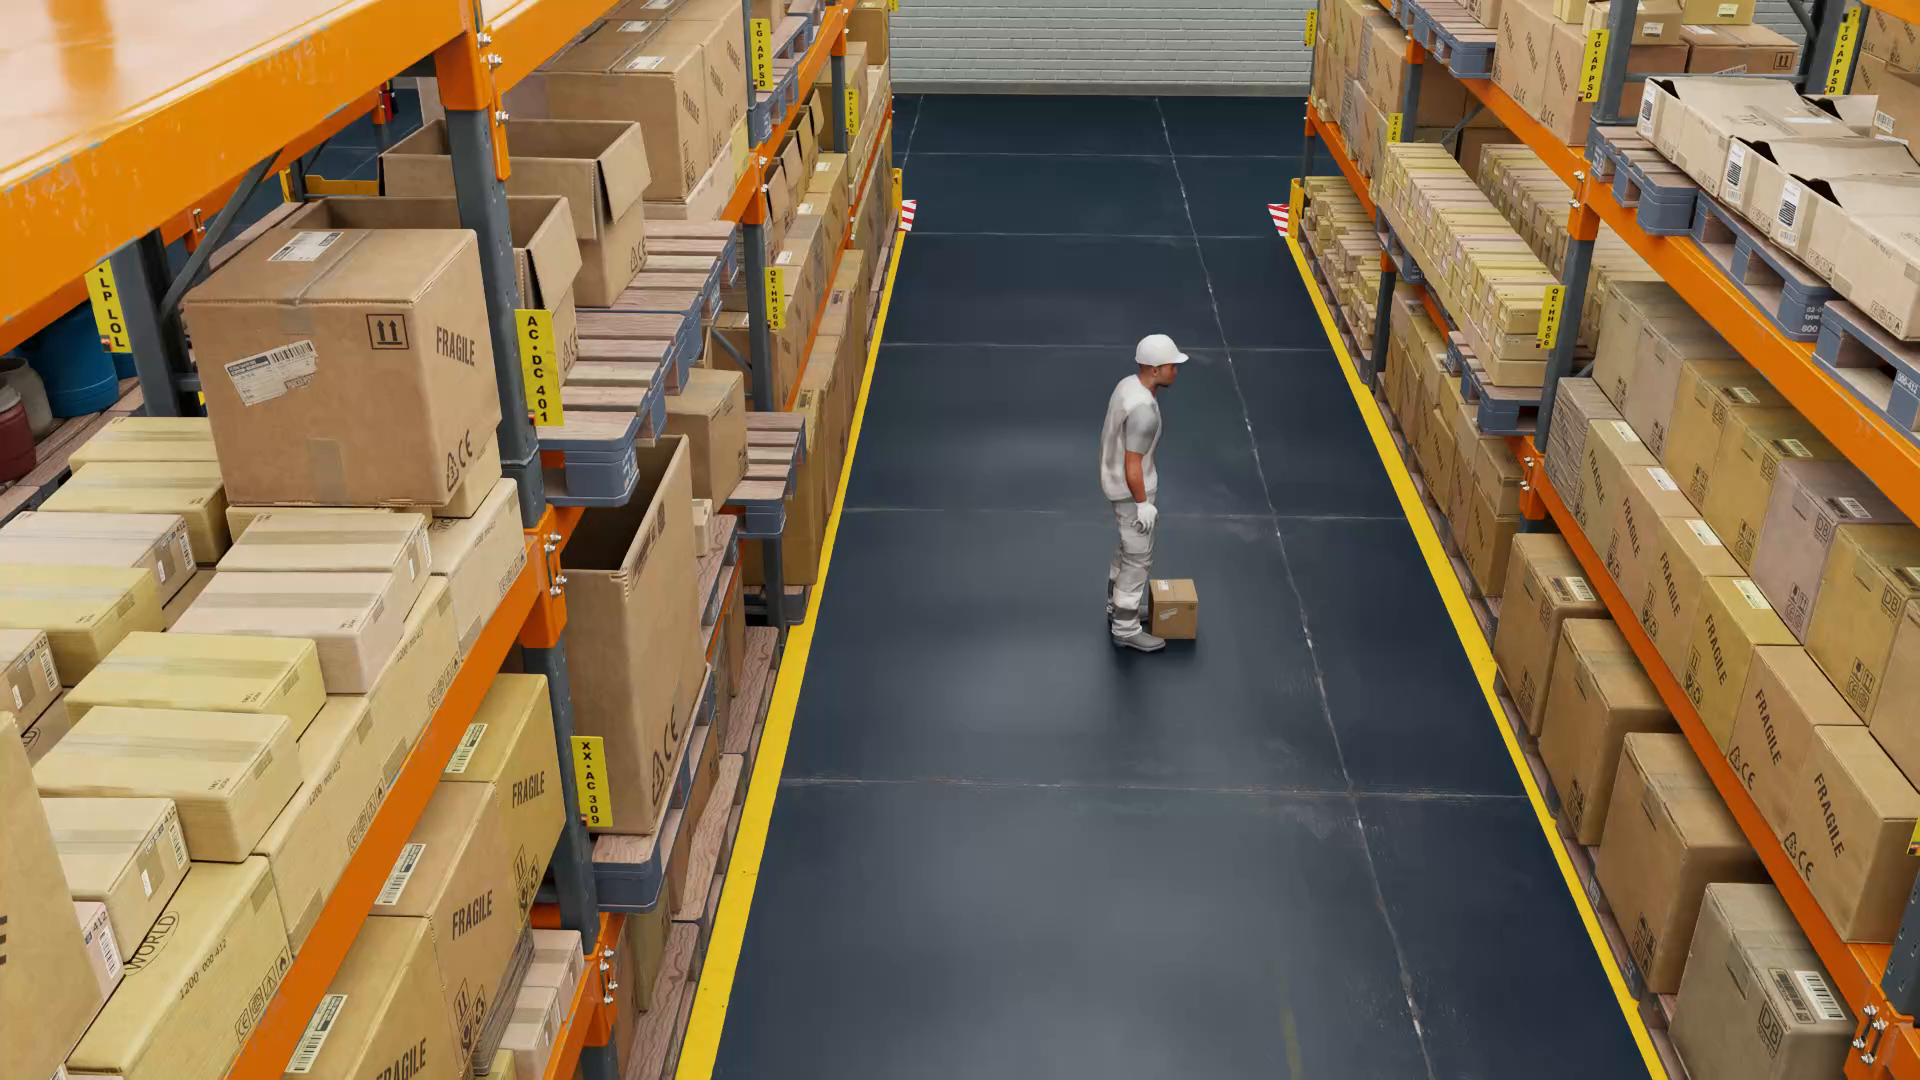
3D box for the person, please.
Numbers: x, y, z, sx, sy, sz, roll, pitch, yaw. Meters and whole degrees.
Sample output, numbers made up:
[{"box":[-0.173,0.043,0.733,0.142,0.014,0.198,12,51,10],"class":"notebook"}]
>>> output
[{"box":[0.983,-0.277,9.132,0.448,1.779,0.609,1,28,2],"class":"person"}]
